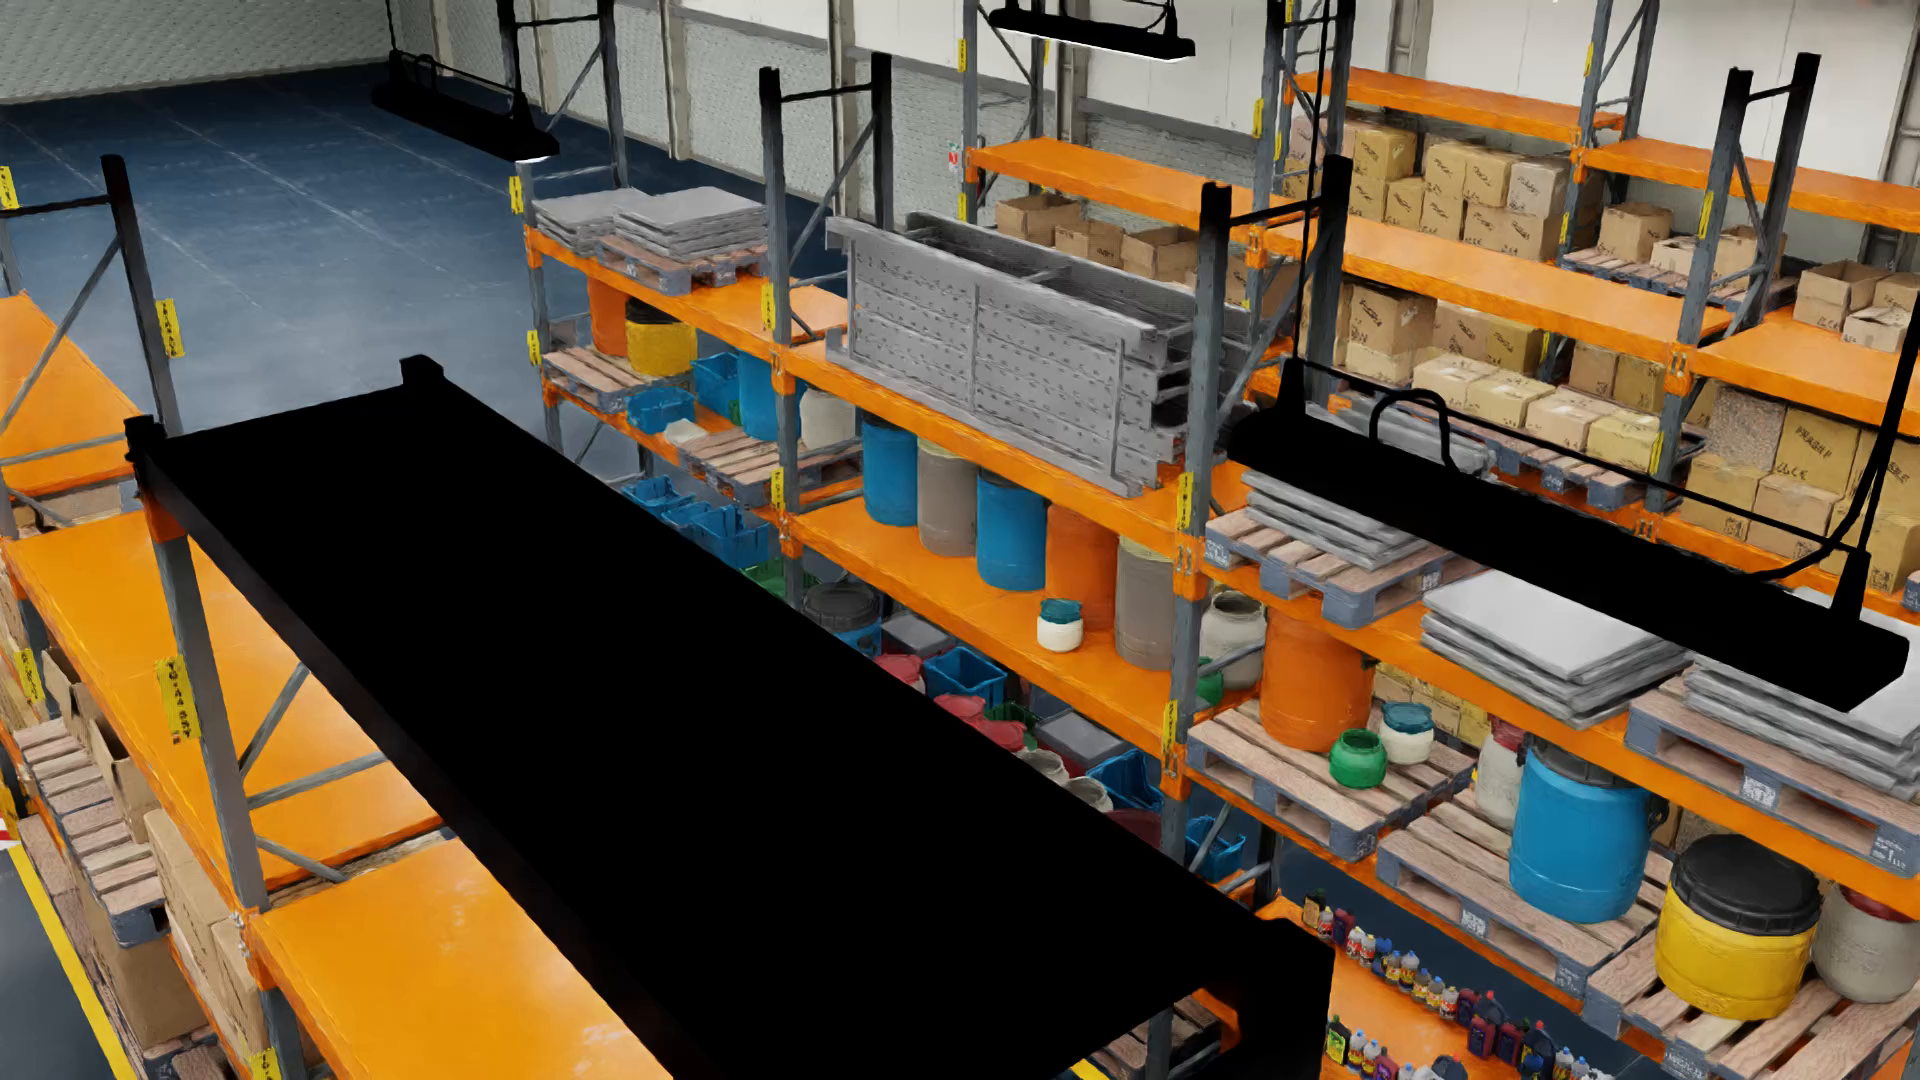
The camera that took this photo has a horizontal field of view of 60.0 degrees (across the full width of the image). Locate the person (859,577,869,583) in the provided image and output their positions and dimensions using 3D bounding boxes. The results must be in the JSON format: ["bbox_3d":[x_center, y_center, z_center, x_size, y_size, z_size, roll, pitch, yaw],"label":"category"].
[{"bbox_3d":[-0.541,-0.343,16.981,0.838,1.716,0.686,17,31,32],"label":"person"}]

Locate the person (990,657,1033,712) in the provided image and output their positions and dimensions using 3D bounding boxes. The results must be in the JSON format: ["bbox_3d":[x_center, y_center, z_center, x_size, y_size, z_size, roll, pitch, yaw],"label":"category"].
[{"bbox_3d":[0.479,1.093,14.111,0.487,1.635,0.578,-4,26,-9],"label":"person"}]
